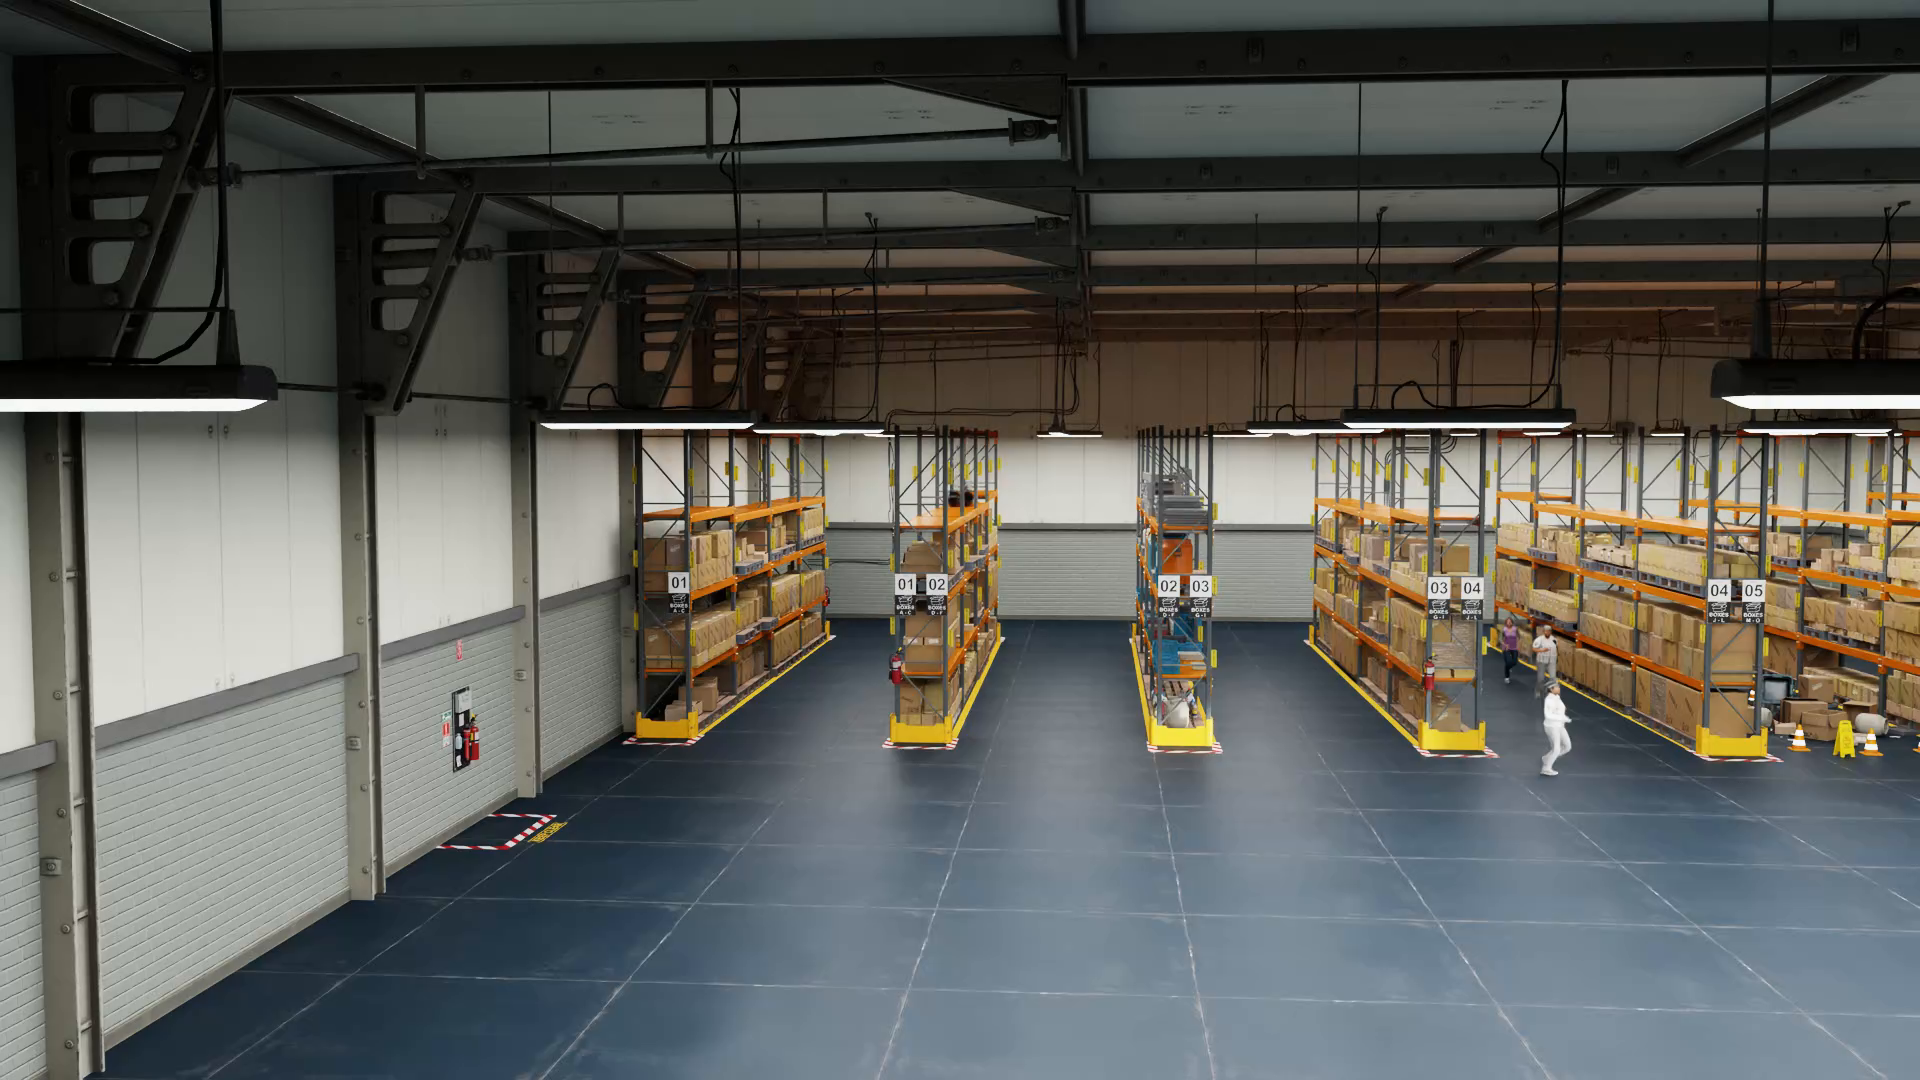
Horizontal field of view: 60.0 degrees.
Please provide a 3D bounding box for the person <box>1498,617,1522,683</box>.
[{"bbox_3d":[12.976,2.598,39.204,0.560,1.558,0.605,1,3,9],"label":"person"}]

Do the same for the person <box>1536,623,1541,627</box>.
[{"bbox_3d":[16.349,2.115,46.995,0.641,1.619,0.733,-2,4,-36],"label":"person"}]

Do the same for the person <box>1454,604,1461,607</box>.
[{"bbox_3d":[13.743,2.142,46.116,0.650,1.629,0.511,2,4,31],"label":"person"}]

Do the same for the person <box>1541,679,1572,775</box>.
[{"bbox_3d":[10.183,3.185,28.312,0.544,1.654,0.602,3,4,39],"label":"person"}]

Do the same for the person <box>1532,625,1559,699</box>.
[{"bbox_3d":[12.784,2.695,36.289,0.641,1.693,0.870,0,3,2],"label":"person"}]
